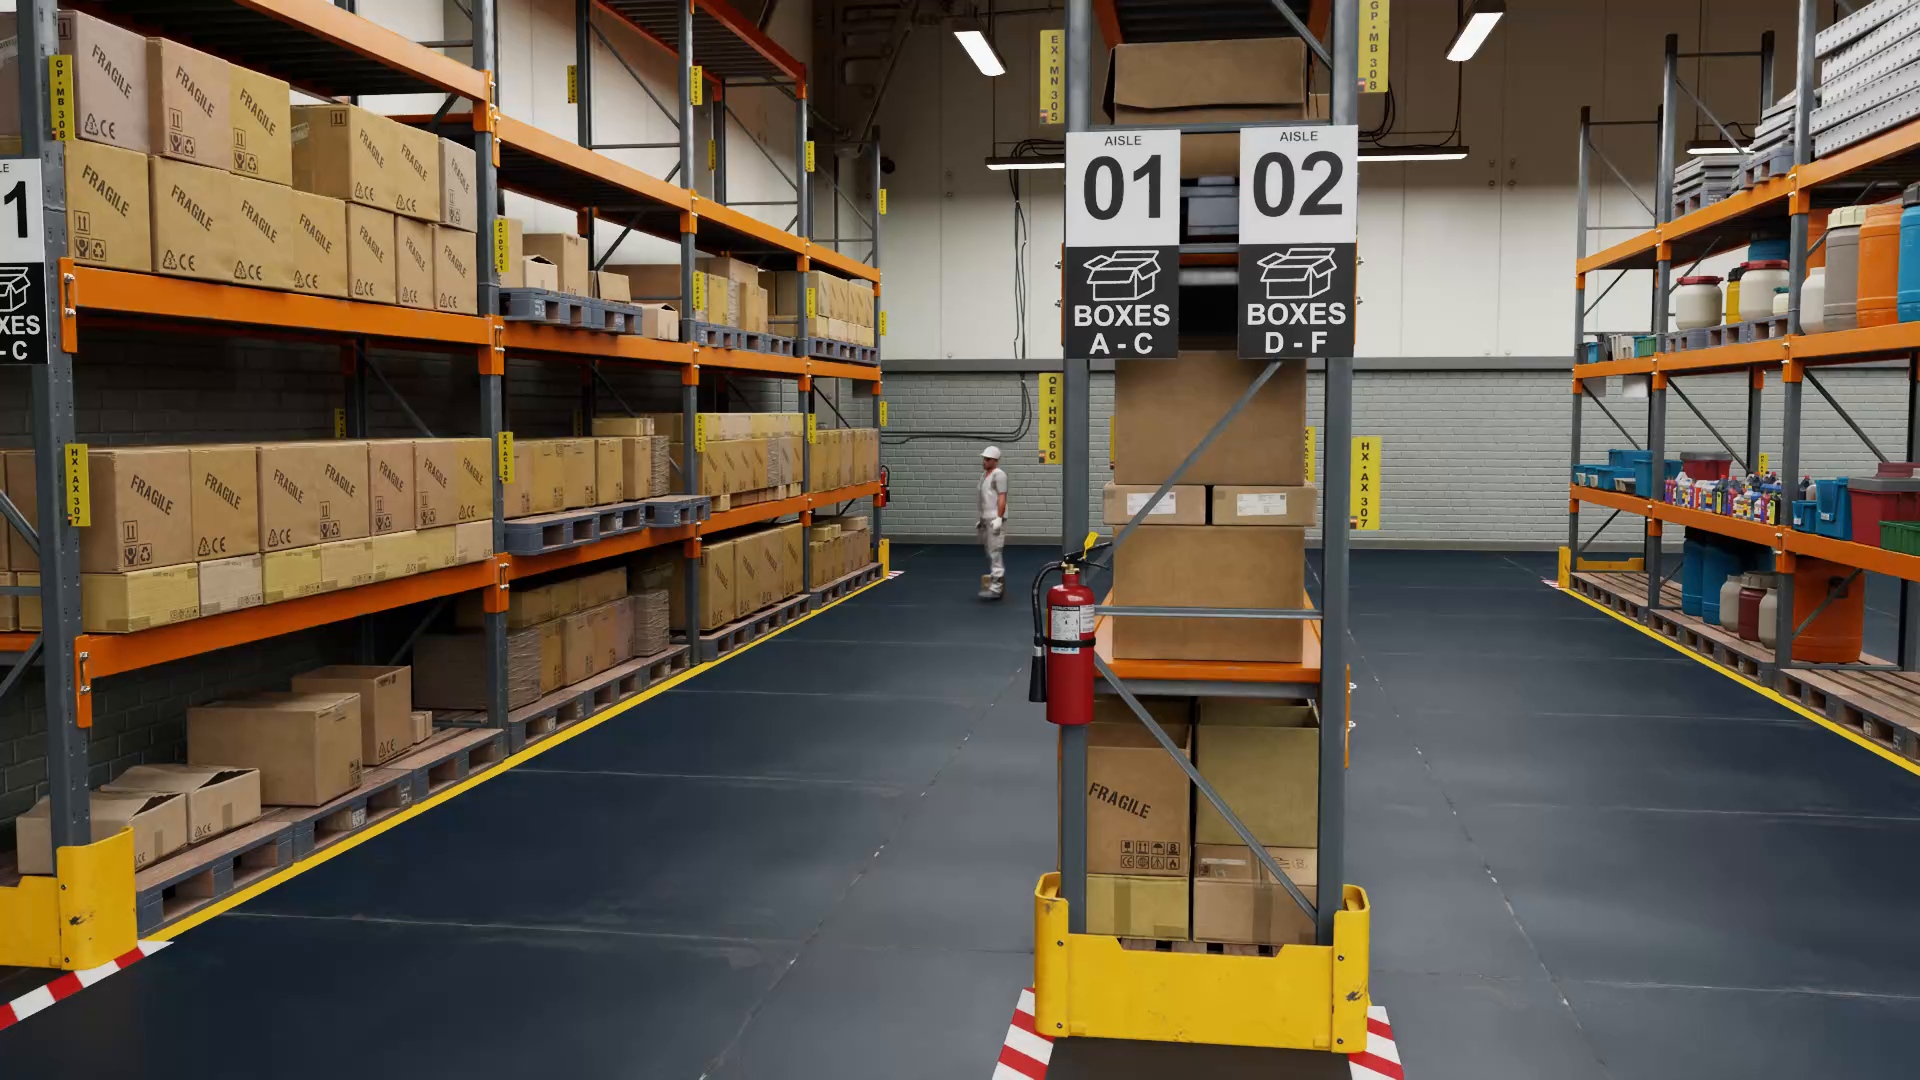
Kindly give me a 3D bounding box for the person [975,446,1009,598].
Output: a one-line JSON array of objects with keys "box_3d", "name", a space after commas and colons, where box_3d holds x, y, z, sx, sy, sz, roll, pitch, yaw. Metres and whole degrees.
[{"box_3d": [0.351, -0.211, 19.643, 0.449, 1.791, 0.613, -2, 5, -22], "name": "person"}]
